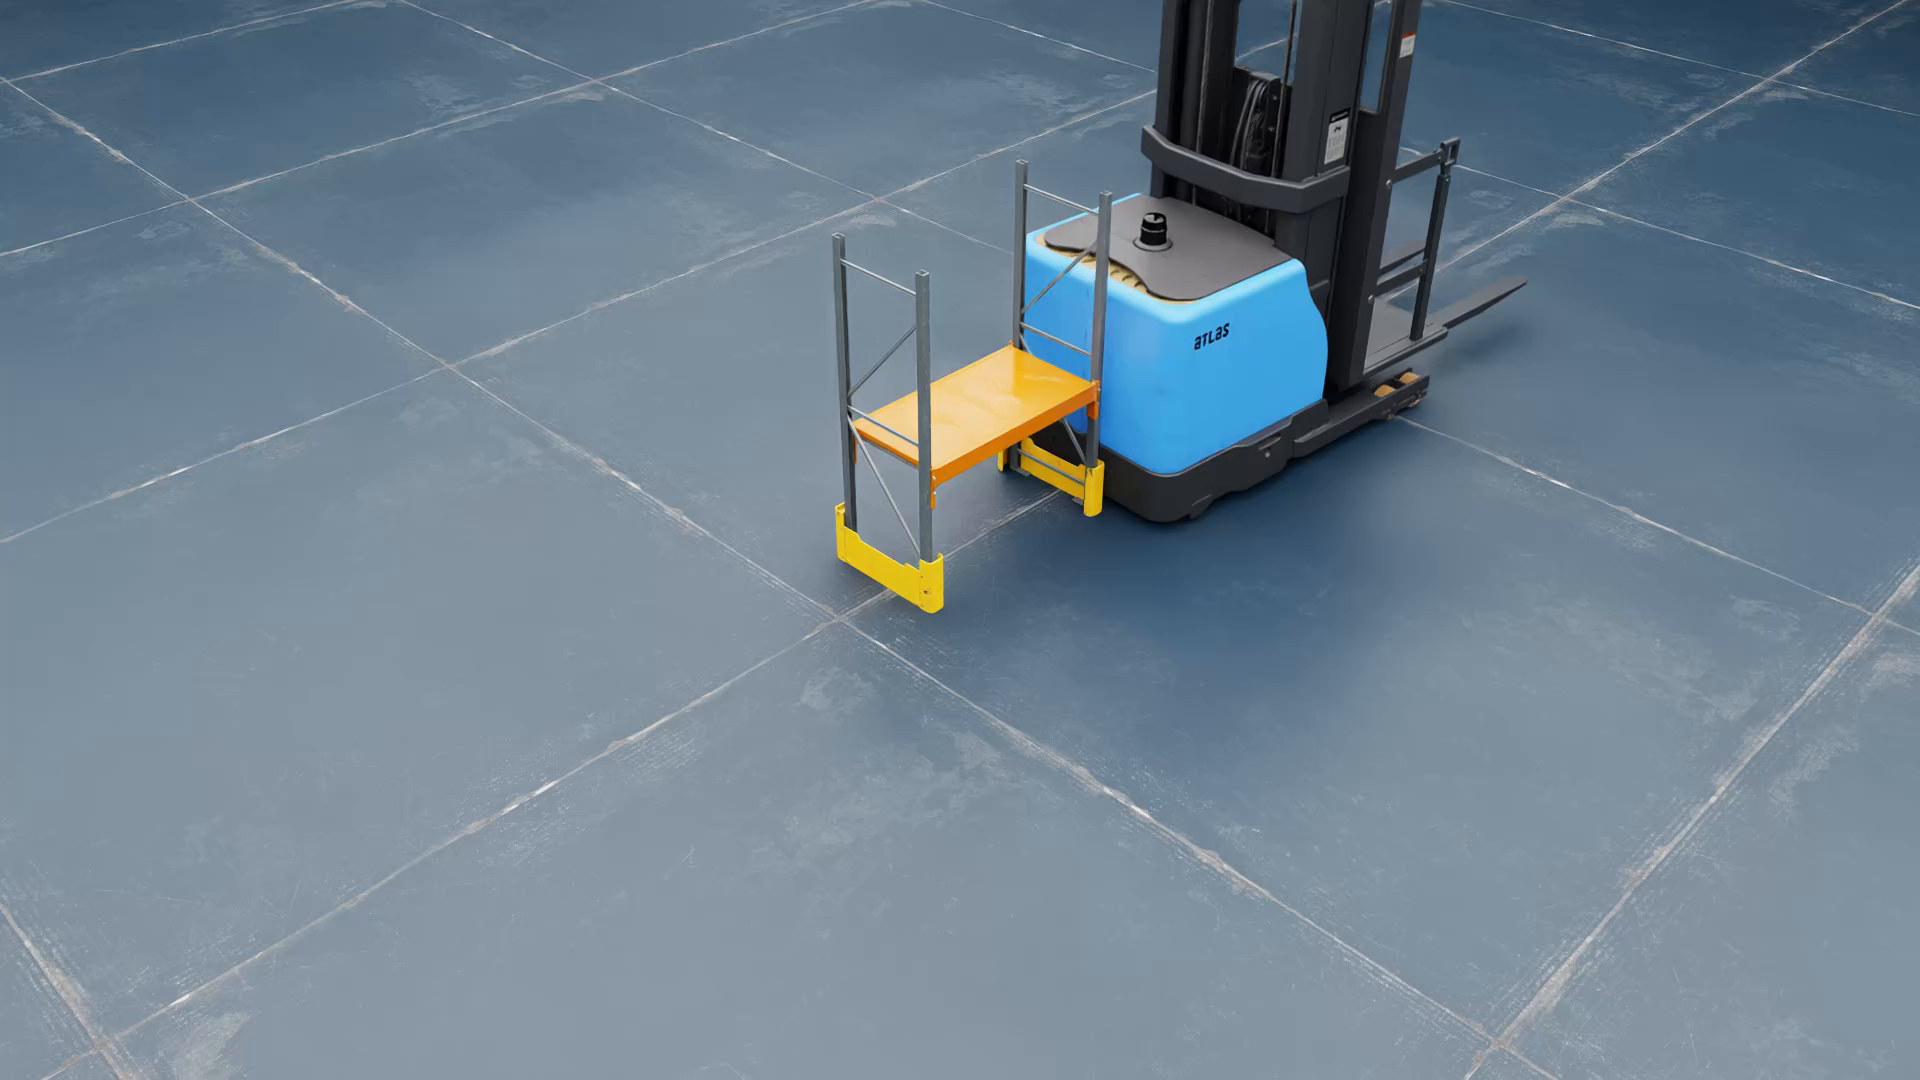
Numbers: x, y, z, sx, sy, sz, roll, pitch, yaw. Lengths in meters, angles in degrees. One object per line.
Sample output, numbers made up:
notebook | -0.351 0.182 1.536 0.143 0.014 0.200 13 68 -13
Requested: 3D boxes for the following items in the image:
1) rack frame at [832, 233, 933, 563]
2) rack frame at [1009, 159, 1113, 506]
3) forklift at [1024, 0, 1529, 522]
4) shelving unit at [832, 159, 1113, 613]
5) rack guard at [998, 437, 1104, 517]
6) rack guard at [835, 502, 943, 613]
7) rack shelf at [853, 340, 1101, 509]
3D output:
rack frame | -0.298 -0.443 6.575 0.500 1.500 0.032 30 45 35
rack frame | 0.418 -0.856 7.167 0.500 1.500 0.032 30 45 35
forklift | 1.671 -1.989 7.540 3.031 2.935 1.130 -26 43 -33
shelving unit | 0.054 -0.646 6.865 0.587 1.500 1.083 30 45 35
rack guard | 0.405 -0.336 7.513 0.587 0.250 0.087 30 45 35
rack guard | -0.297 0.069 6.933 0.587 0.250 0.087 30 45 35
rack shelf | 0.060 -0.502 6.974 0.538 0.185 1.000 30 45 35
